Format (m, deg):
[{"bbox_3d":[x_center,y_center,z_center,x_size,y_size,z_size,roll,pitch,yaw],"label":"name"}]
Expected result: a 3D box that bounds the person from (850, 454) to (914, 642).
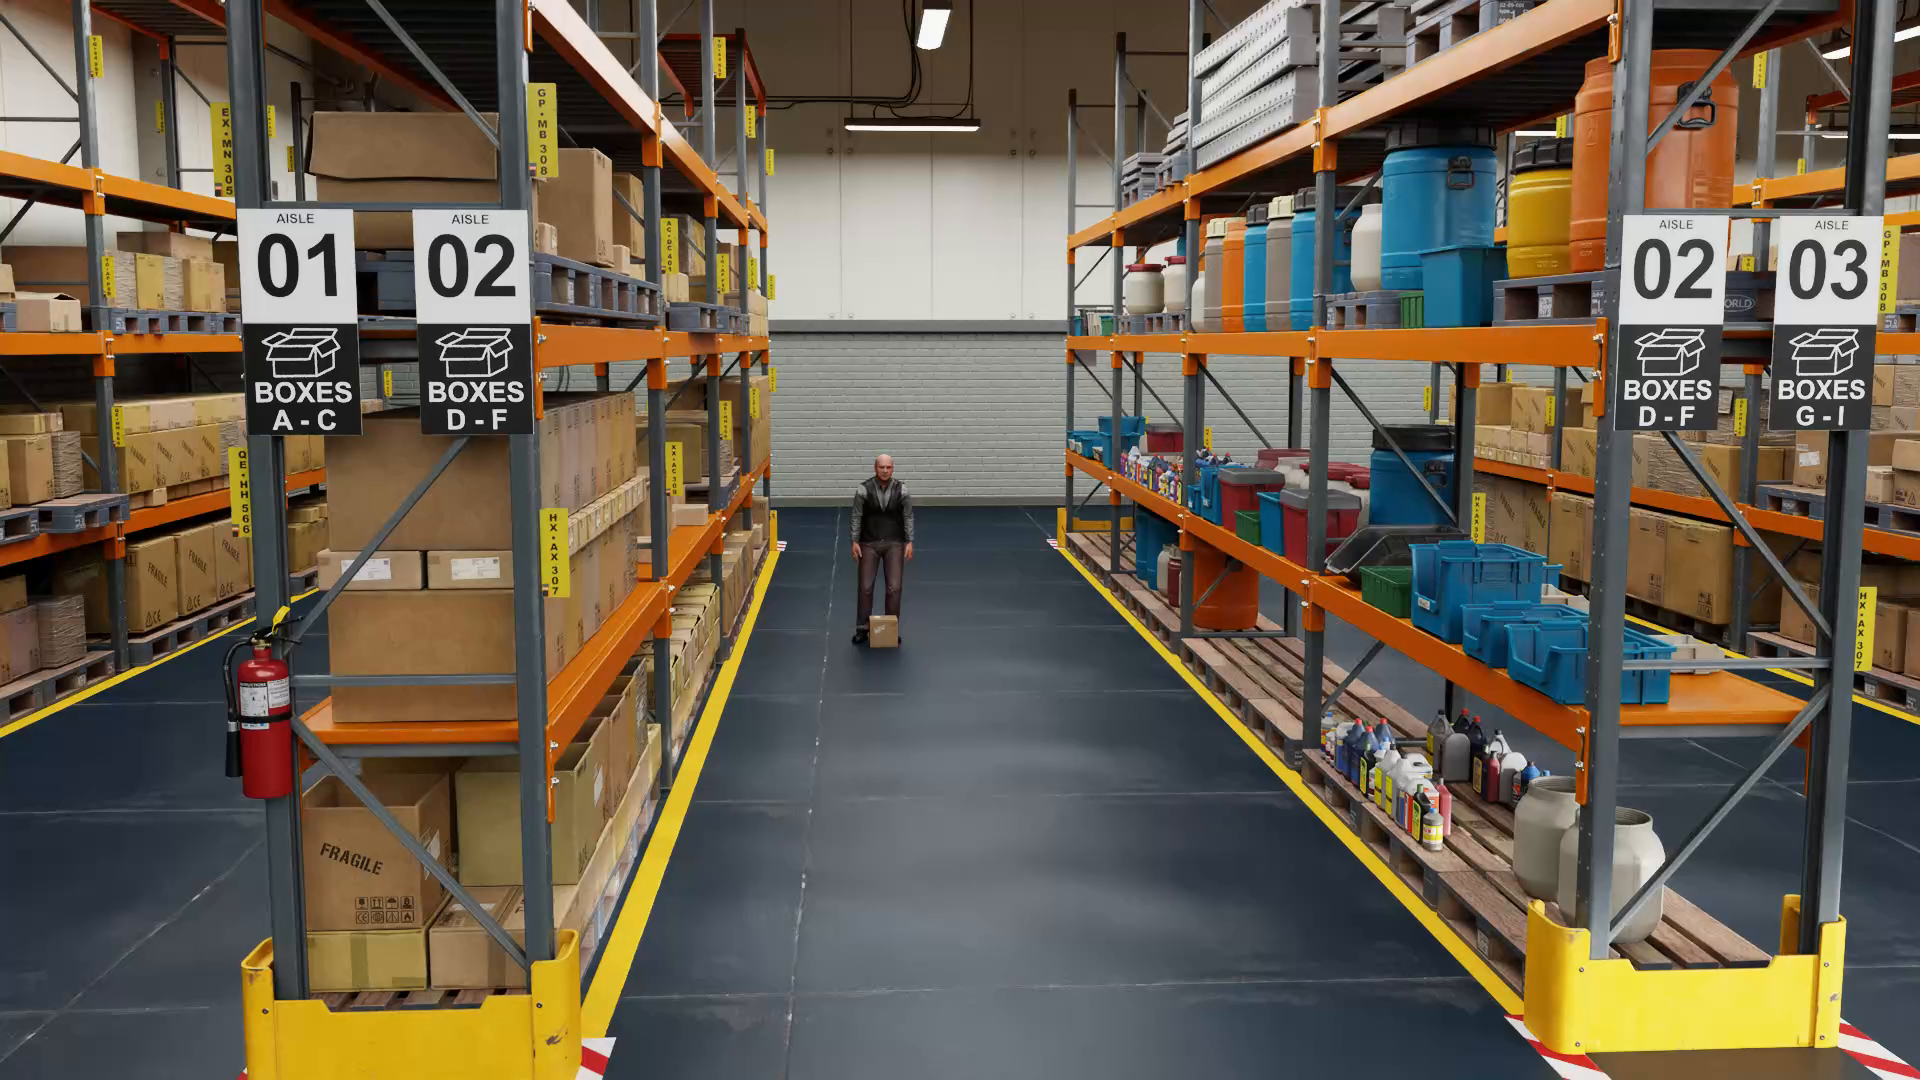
[{"bbox_3d":[-0.712,0.069,15.258,0.591,1.722,0.465,-1,7,-6],"label":"person"}]
